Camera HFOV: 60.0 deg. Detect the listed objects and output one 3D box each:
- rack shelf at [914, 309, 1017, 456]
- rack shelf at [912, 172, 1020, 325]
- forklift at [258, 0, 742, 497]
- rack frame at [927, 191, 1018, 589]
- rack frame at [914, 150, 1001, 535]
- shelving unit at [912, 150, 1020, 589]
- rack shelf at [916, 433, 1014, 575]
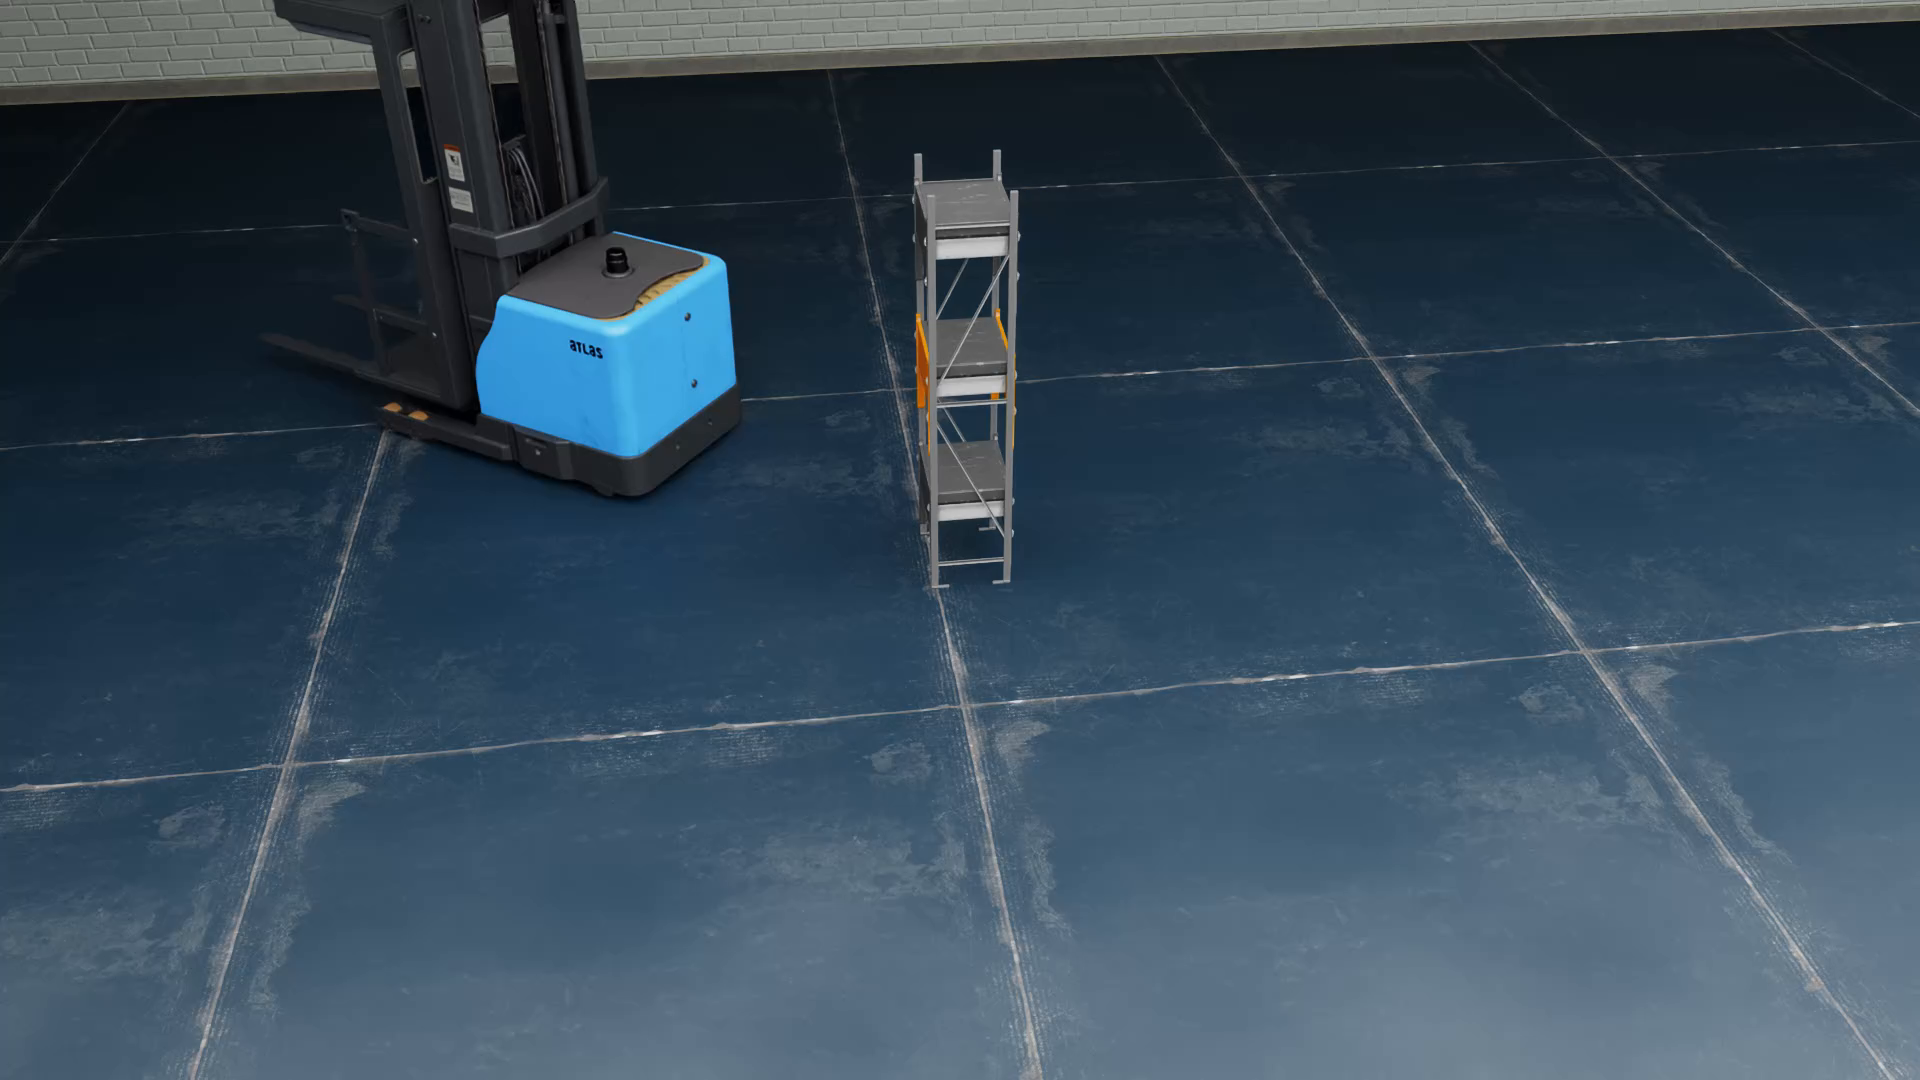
[{"bbox_3d":[0.022,-0.764,8.031,0.431,0.518,0.480,-4,35,-6],"label":"rack shelf"},{"bbox_3d":[0.022,-1.342,7.637,0.431,0.518,0.480,-4,35,-6],"label":"rack shelf"},{"bbox_3d":[-2.810,-2.030,9.126,3.031,2.935,1.130,17,38,23],"label":"forklift"},{"bbox_3d":[0.055,-0.639,7.823,0.400,2.100,0.015,-4,35,-6],"label":"rack frame"},{"bbox_3d":[-0.011,-0.911,8.223,0.400,2.100,0.015,-4,35,-6],"label":"rack frame"},{"bbox_3d":[0.022,-0.775,8.023,0.431,2.100,0.503,-4,35,-6],"label":"shelving unit"},{"bbox_3d":[0.022,-0.186,8.425,0.431,0.518,0.480,-4,35,-6],"label":"rack shelf"}]
